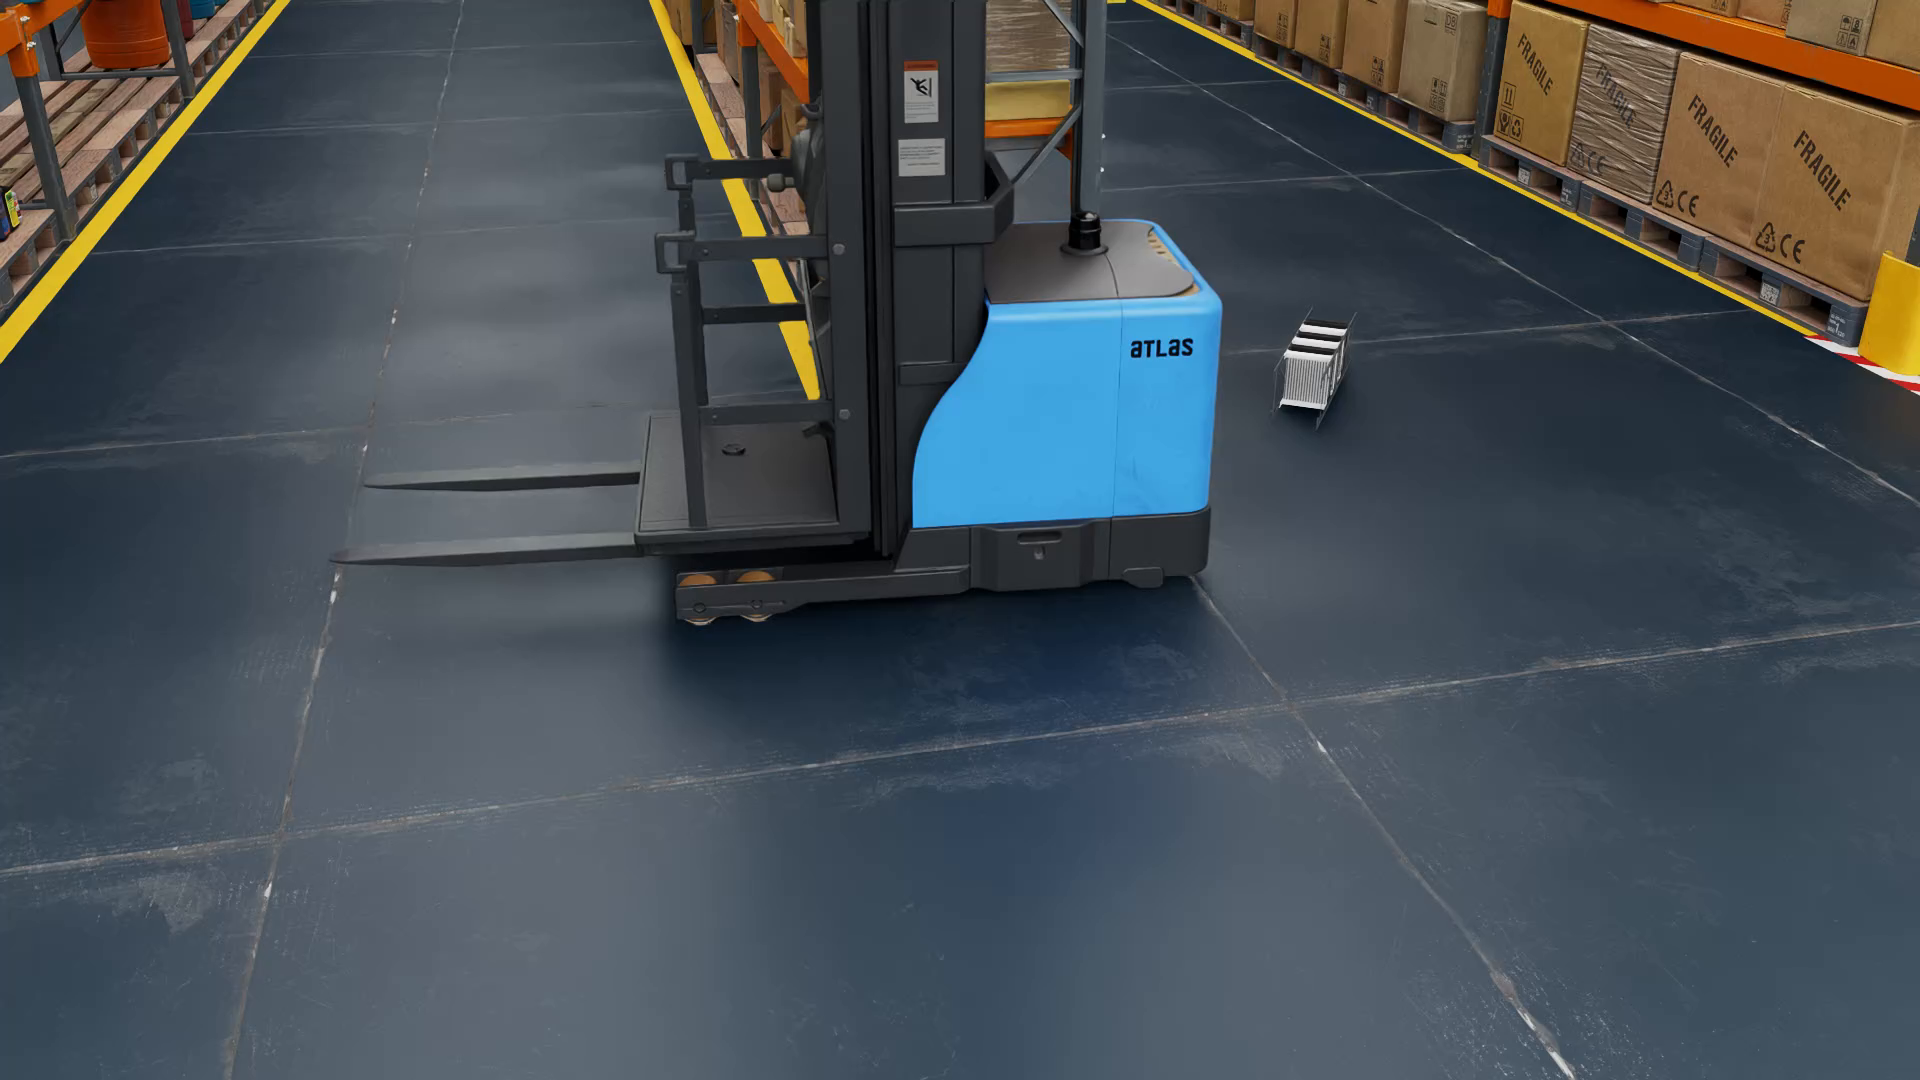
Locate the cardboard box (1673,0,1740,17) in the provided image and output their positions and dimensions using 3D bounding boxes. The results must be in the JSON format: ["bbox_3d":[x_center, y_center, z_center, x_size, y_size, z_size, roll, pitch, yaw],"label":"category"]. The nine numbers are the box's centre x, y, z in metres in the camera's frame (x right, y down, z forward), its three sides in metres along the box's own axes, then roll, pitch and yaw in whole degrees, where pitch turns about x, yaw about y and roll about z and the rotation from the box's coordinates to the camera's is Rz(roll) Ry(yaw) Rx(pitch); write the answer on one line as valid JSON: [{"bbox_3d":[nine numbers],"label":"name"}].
[{"bbox_3d":[4.484,-3.198,9.090,0.875,0.550,0.500,-6,27,-12],"label":"cardboard box"}]

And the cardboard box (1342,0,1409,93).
[{"bbox_3d":[3.578,-3.873,12.624,1.050,0.750,0.750,-6,27,-12],"label":"cardboard box"}]

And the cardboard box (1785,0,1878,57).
[{"bbox_3d":[4.648,-2.711,8.125,0.875,0.550,0.550,-6,27,-12],"label":"cardboard box"}]

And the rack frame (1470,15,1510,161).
[{"bbox_3d":[4.019,-4.002,10.850,1.000,3.000,0.127,-6,27,-12],"label":"rack frame"}]

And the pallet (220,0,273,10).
[{"bbox_3d":[-7.668,-5.626,17.162,1.003,0.211,1.213,-6,27,-12],"label":"pallet"}]

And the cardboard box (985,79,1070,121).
[{"bbox_3d":[0.234,-1.824,6.814,0.380,0.149,0.250,-6,27,-12],"label":"cardboard box"}]

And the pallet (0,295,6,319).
[{"bbox_3d":[-5.272,-0.959,7.916,1.003,0.211,1.213,-6,27,-12],"label":"pallet"}]

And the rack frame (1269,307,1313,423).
[{"bbox_3d":[1.501,-0.803,7.514,0.006,0.240,0.900,10,28,19],"label":"rack frame"}]

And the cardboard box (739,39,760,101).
[{"bbox_3d":[-1.169,-3.352,11.848,0.700,0.500,0.500,-8,28,-16],"label":"cardboard box"}]

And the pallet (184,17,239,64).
[{"bbox_3d":[-7.052,-4.427,14.788,1.003,0.211,1.213,-6,27,-12],"label":"pallet"}]

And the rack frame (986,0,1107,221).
[{"bbox_3d":[0.066,-1.787,6.461,1.000,3.000,0.127,-6,27,-12],"label":"rack frame"}]

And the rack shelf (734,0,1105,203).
[{"bbox_3d":[-0.385,-2.344,8.363,1.077,0.370,4.000,-6,27,-12],"label":"rack shelf"}]

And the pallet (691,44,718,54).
[{"bbox_3d":[-1.841,-4.408,14.749,1.003,0.211,1.213,-6,27,-12],"label":"pallet"}]

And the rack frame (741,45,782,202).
[{"bbox_3d":[-0.836,-3.543,9.940,1.000,3.000,0.127,-6,27,-12],"label":"rack frame"}]

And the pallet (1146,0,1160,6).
[{"bbox_3d":[2.393,-5.928,17.760,1.003,0.211,1.213,-6,27,-12],"label":"pallet"}]

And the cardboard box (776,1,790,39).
[{"bbox_3d":[-0.729,-2.649,8.447,0.380,0.149,0.250,-6,27,-12],"label":"cardboard box"}]

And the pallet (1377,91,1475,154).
[{"bbox_3d":[3.772,-3.088,12.135,1.003,0.211,1.213,-6,27,-12],"label":"pallet"}]

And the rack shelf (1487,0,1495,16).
[{"bbox_3d":[3.569,-4.559,12.752,1.077,0.370,4.000,-6,27,-12],"label":"rack shelf"}]

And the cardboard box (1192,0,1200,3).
[{"bbox_3d":[2.467,-5.551,16.227,0.500,0.500,0.500,-7,28,-14],"label":"cardboard box"}]

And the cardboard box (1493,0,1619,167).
[{"bbox_3d":[4.093,-2.958,10.673,0.875,0.875,0.875,-6,27,-11],"label":"cardboard box"}]

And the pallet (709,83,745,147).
[{"bbox_3d":[-1.291,-3.176,12.309,1.003,0.211,1.213,-6,27,-12],"label":"pallet"}]

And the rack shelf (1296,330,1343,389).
[{"bbox_3d":[1.616,-0.810,7.529,0.200,0.258,0.077,10,28,19],"label":"rack shelf"}]

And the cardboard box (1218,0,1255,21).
[{"bbox_3d":[2.715,-5.092,15.318,0.500,0.500,0.500,-6,27,-12],"label":"cardboard box"}]

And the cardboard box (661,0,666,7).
[{"bbox_3d":[-2.273,-5.623,15.953,1.225,0.875,0.875,-7,28,-13],"label":"cardboard box"}]

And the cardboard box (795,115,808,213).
[{"bbox_3d":[-0.648,-2.184,9.556,0.500,0.500,0.500,2,27,5],"label":"cardboard box"}]

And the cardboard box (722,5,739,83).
[{"bbox_3d":[-1.429,-3.845,12.825,0.700,0.500,0.500,-8,28,-16],"label":"cardboard box"}]

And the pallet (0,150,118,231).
[{"bbox_3d":[-5.876,-2.136,10.247,1.003,0.211,1.213,-6,27,-12],"label":"pallet"}]

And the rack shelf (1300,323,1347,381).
[{"bbox_3d":[1.648,-0.848,7.604,0.200,0.258,0.077,10,28,19],"label":"rack shelf"}]

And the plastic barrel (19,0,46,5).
[{"bbox_3d":[-5.453,-3.464,9.228,0.600,0.901,0.708,-6,27,-12],"label":"plastic barrel"}]

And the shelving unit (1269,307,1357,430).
[{"bbox_3d":[1.596,-0.786,7.482,0.210,0.258,0.900,10,28,19],"label":"shelving unit"}]

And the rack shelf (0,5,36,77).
[{"bbox_3d":[-5.211,-1.841,7.366,1.077,0.370,4.000,-6,27,-12],"label":"rack shelf"}]

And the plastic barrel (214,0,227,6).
[{"bbox_3d":[-7.358,-5.562,15.804,0.600,0.901,0.708,-6,27,-12],"label":"plastic barrel"}]

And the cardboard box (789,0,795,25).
[{"bbox_3d":[-0.332,-2.640,7.710,0.875,0.500,0.500,-6,27,-12],"label":"cardboard box"}]

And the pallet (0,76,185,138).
[{"bbox_3d":[-6.426,-3.207,12.370,1.003,0.211,1.213,-6,27,-12],"label":"pallet"}]

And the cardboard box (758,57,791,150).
[{"bbox_3d":[-0.953,-2.895,10.943,0.700,0.500,0.500,-8,28,-16],"label":"cardboard box"}]

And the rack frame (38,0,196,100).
[{"bbox_3d":[-6.563,-4.796,12.423,1.000,3.000,0.127,-6,27,-12],"label":"rack frame"}]

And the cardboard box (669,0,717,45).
[{"bbox_3d":[-1.872,-4.843,14.408,1.225,0.875,0.875,-7,28,-14],"label":"cardboard box"}]

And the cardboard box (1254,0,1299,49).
[{"bbox_3d":[3.168,-4.665,14.194,1.050,0.750,0.750,-6,27,-12],"label":"cardboard box"}]

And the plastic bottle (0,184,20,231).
[{"bbox_3d":[-5.231,-1.846,9.105,0.061,0.283,0.133,-5,27,-9],"label":"plastic bottle"}]

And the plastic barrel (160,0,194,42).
[{"bbox_3d":[-6.944,-4.616,14.276,0.600,0.588,0.708,-6,27,-12],"label":"plastic barrel"}]

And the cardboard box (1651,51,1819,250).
[{"bbox_3d":[4.503,-2.162,9.097,0.875,0.875,0.875,-6,27,-12],"label":"cardboard box"}]

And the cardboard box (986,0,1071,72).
[{"bbox_3d":[-0.031,-2.209,6.856,0.875,0.500,0.500,-6,27,-12],"label":"cardboard box"}]

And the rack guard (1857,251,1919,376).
[{"bbox_3d":[4.926,-1.120,7.914,1.175,0.500,0.348,-6,27,-12],"label":"rack guard"}]

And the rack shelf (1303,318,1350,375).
[{"bbox_3d":[1.681,-0.886,7.679,0.200,0.258,0.077,10,28,19],"label":"rack shelf"}]

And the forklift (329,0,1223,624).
[{"bbox_3d":[-0.673,-1.274,5.521,3.031,2.935,1.130,-3,27,-6],"label":"forklift"}]

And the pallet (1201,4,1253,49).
[{"bbox_3d":[2.943,-4.857,15.638,1.003,0.211,1.213,-6,27,-12],"label":"pallet"}]

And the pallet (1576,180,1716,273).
[{"bbox_3d":[4.393,-1.879,9.738,1.003,0.211,1.213,-6,27,-12],"label":"pallet"}]

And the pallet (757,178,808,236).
[{"bbox_3d":[-0.650,-2.007,9.992,1.003,0.211,1.213,-6,27,-12],"label":"pallet"}]

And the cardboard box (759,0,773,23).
[{"bbox_3d":[-0.871,-2.865,8.876,0.380,0.149,0.250,-6,27,-12],"label":"cardboard box"}]
